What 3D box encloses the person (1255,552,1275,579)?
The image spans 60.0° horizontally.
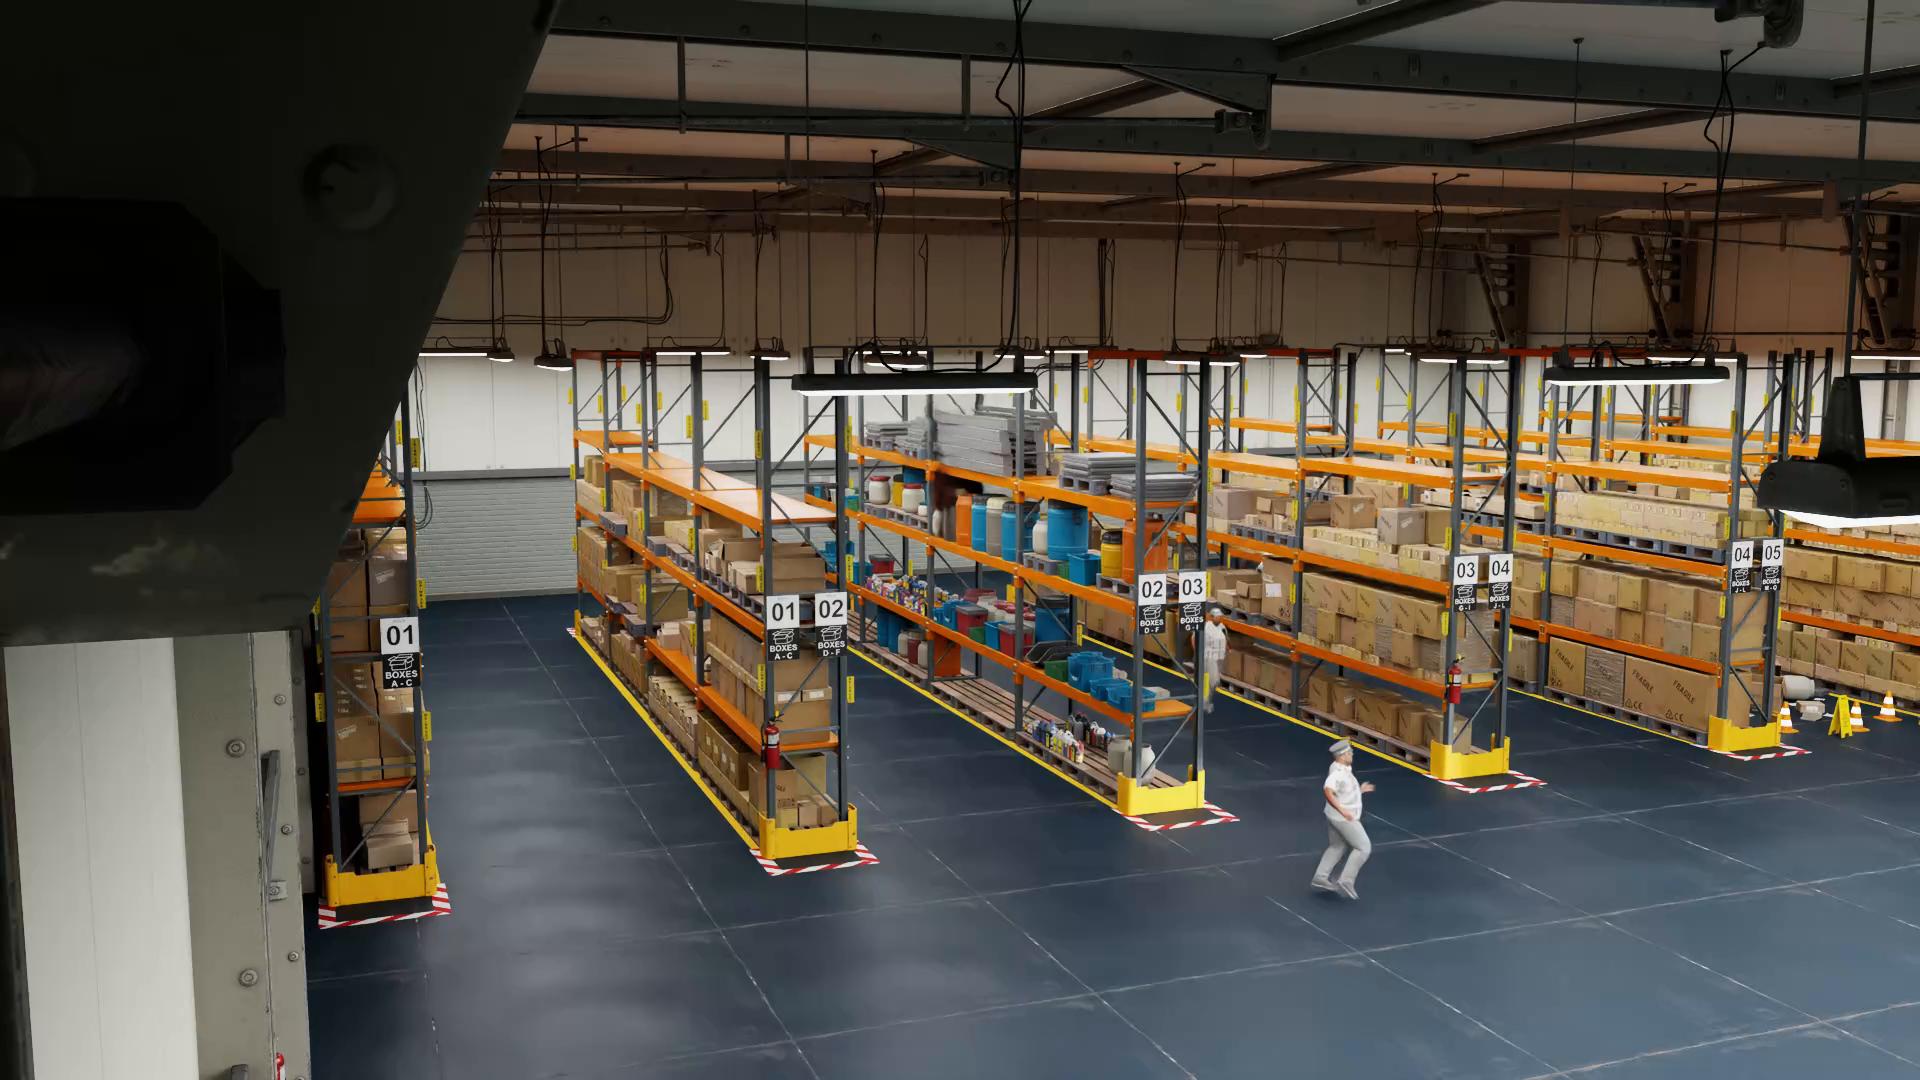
[{"bbox_3d":[6.530,1.078,35.198,0.666,1.750,0.930,-3,8,-24],"label":"person"}]

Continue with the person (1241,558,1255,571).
[{"bbox_3d":[7.127,0.404,41.288,0.617,1.597,0.616,3,8,25],"label":"person"}]

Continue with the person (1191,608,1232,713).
[{"bbox_3d":[4.072,1.935,26.678,0.576,1.703,0.714,-5,8,-32],"label":"person"}]

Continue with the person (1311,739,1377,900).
[{"bbox_3d":[4.344,3.146,18.727,0.711,1.836,0.638,0,7,0],"label":"person"}]
